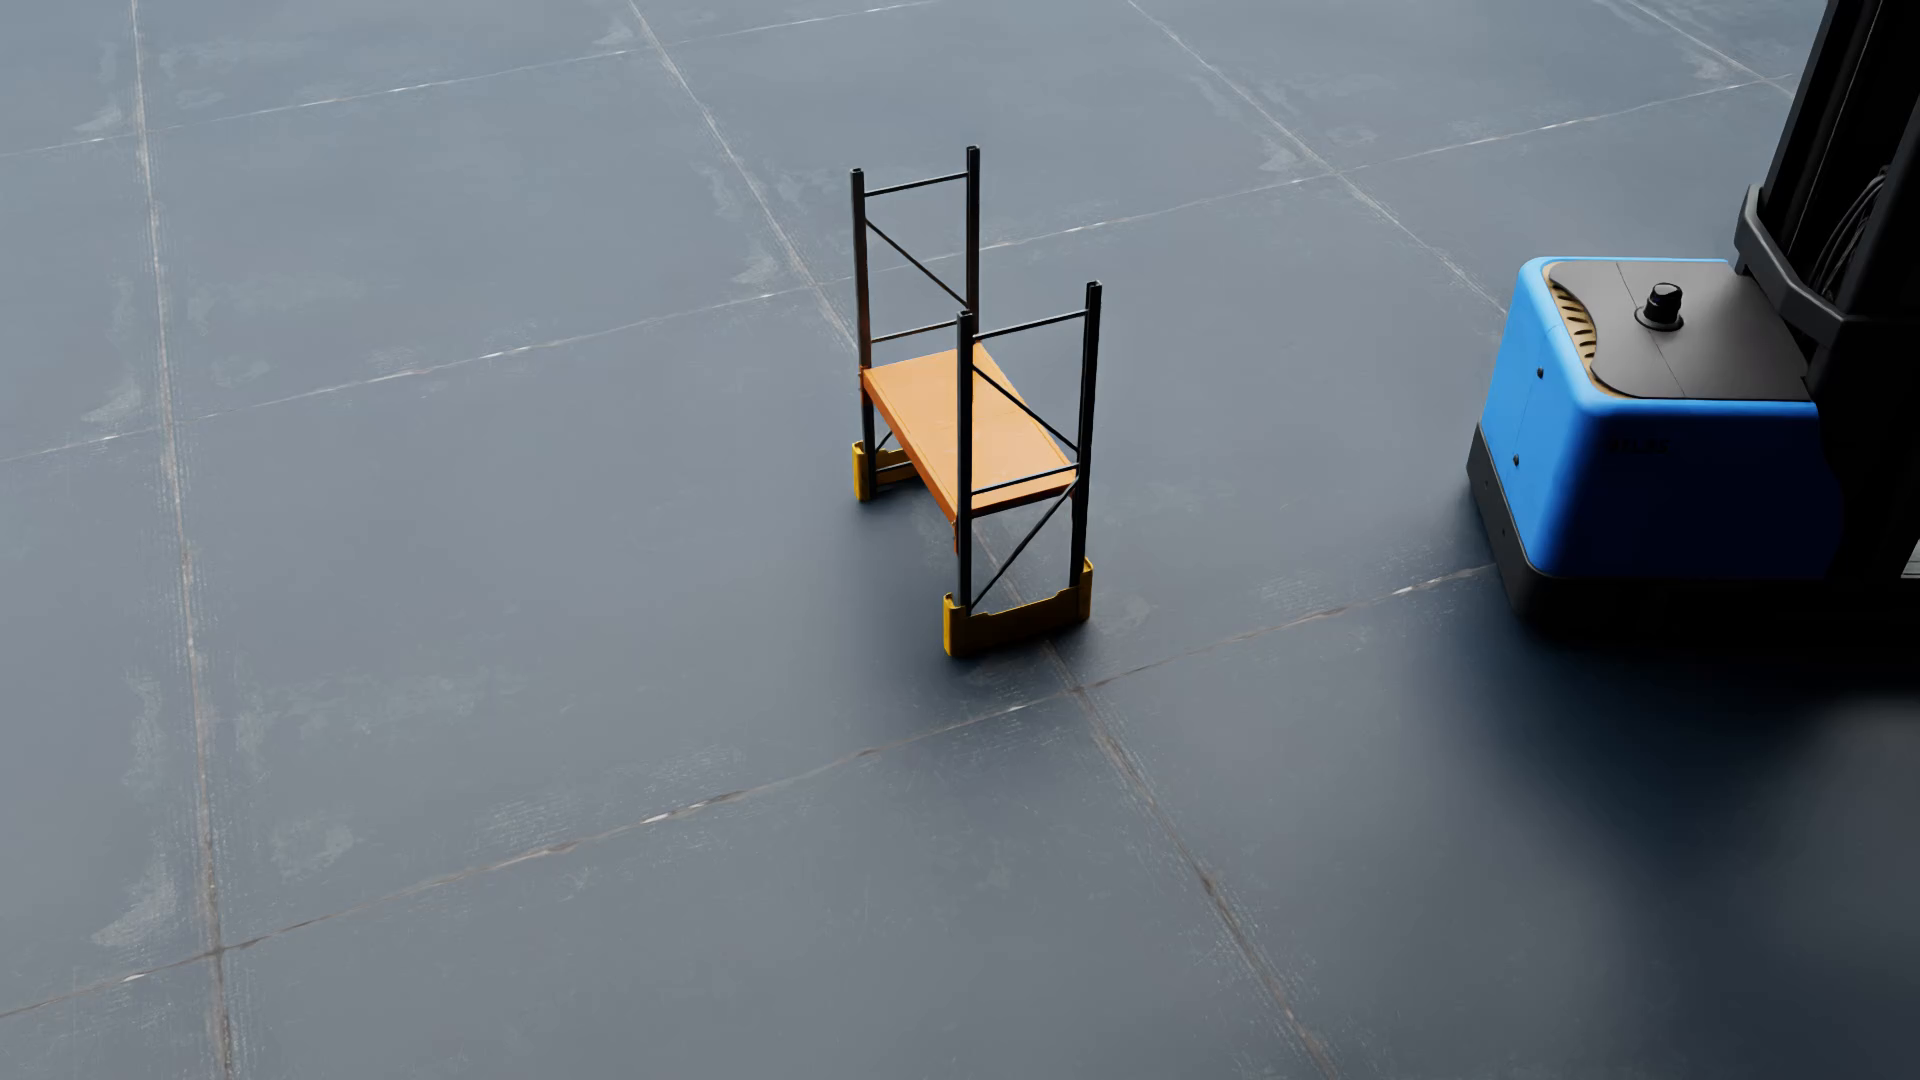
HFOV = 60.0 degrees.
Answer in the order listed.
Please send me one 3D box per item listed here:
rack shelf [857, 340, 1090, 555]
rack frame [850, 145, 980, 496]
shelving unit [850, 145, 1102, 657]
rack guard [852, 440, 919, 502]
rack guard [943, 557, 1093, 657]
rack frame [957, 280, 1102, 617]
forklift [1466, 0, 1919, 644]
[{"bbox_3d":[0.033,-0.381,6.319,0.538,0.185,1.000,-15,43,-17],"label":"rack shelf"},{"bbox_3d":[-0.162,-0.823,6.557,0.500,1.500,0.032,-15,43,-17],"label":"rack frame"},{"bbox_3d":[0.029,-0.523,6.208,0.587,1.500,1.083,-15,43,-17],"label":"shelving unit"},{"bbox_3d":[-0.161,-0.349,6.964,0.587,0.250,0.087,-15,43,-17],"label":"rack guard"},{"bbox_3d":[0.220,0.251,6.266,0.587,0.250,0.087,-15,43,-17],"label":"rack guard"},{"bbox_3d":[0.227,-0.211,5.845,0.500,1.500,0.032,-15,43,-17],"label":"rack frame"},{"bbox_3d":[3.629,-1.050,5.723,3.031,2.935,1.130,1,41,1],"label":"forklift"}]
